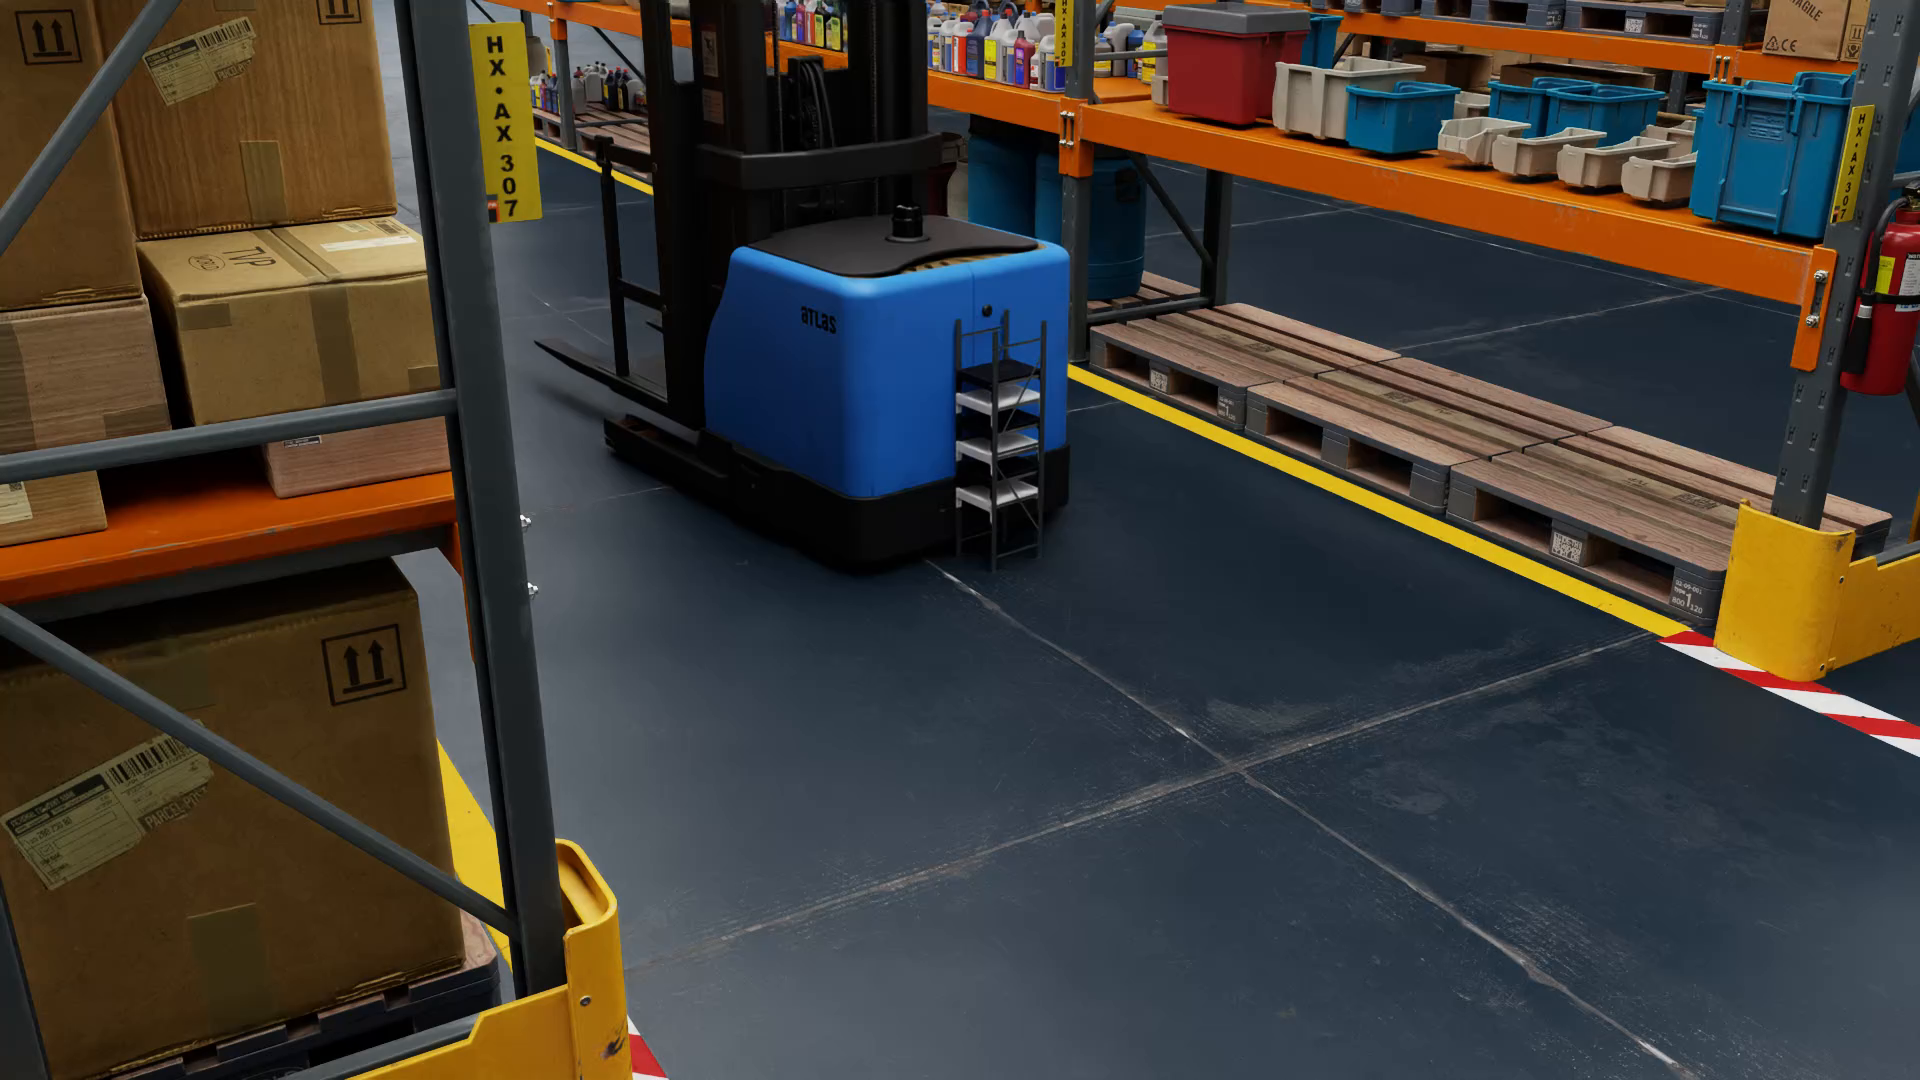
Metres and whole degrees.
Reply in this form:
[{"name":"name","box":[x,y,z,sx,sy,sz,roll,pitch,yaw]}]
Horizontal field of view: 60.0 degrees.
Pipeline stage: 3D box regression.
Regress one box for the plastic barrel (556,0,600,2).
[{"name":"plastic barrel","box":[-3.180,-5.041,14.063,0.600,0.901,0.708,-13,25,-28]}]

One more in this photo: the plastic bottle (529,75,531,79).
[{"name":"plastic bottle","box":[-4.172,-4.371,16.120,0.097,0.271,0.097,0,22,0]}]

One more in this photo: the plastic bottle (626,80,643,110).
[{"name":"plastic bottle","box":[-3.091,-4.221,15.745,0.152,0.276,0.135,-12,25,-26]}]

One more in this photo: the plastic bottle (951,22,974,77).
[{"name":"plastic bottle","box":[0.046,-2.691,9.114,0.152,0.276,0.135,-13,25,-28]}]

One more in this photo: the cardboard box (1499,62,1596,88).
[{"name":"cardboard box","box":[4.425,-3.436,12.521,0.500,0.250,0.500,-13,26,-29]}]

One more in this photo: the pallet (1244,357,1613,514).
[{"name":"pallet","box":[2.006,-0.484,7.223,1.003,0.211,1.213,-13,25,-28]}]

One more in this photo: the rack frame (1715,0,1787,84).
[{"name":"rack frame","box":[5.230,-3.354,10.579,1.000,3.000,0.127,-13,25,-28]}]

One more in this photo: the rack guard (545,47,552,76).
[{"name":"rack guard","box":[-5.081,-5.113,18.227,1.175,0.500,0.348,-13,25,-28]}]

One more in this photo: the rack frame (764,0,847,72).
[{"name":"rack frame","box":[-1.073,-3.697,11.423,1.000,3.000,0.127,-13,25,-28]}]

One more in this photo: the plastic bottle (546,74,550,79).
[{"name":"plastic bottle","box":[-3.945,-4.331,16.006,0.061,0.283,0.133,-13,25,-28]}]

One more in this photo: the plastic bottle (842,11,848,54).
[{"name":"plastic bottle","box":[-0.672,-3.125,10.186,0.097,0.271,0.097,0,22,0]}]

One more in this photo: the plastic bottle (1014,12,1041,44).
[{"name":"plastic bottle","box":[0.343,-2.642,8.892,0.144,0.351,0.185,-13,25,-28]}]

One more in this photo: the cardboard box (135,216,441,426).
[{"name":"cardboard box","box":[-1.258,-0.430,3.190,0.500,0.250,0.500,-13,26,-30]}]

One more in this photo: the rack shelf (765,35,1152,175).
[{"name":"rack shelf","box":[-0.052,-2.716,9.966,1.077,0.370,4.000,-13,25,-28]}]

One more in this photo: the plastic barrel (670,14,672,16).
[{"name":"plastic barrel","box":[-2.221,-4.325,12.789,0.433,0.535,0.433,0,22,0]}]

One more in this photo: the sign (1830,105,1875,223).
[{"name":"sign","box":[2.548,-1.072,4.748,0.100,0.325,0.005,-13,25,-28]}]

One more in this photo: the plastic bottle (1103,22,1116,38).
[{"name":"plastic bottle","box":[0.838,-2.727,9.207,0.097,0.271,0.097,0,22,0]}]

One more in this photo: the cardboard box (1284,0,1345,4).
[{"name":"cardboard box","box":[3.039,-4.733,14.091,0.500,0.311,0.500,-11,25,-25]}]

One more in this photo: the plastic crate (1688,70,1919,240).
[{"name":"plastic crate","box":[2.681,-1.224,5.212,0.616,0.435,0.499,-13,25,-28]}]

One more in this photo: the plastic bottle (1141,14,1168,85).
[{"name":"plastic bottle","box":[1.048,-2.569,8.713,0.144,0.351,0.185,-13,25,-28]}]

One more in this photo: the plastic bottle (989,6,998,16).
[{"name":"plastic bottle","box":[0.194,-3.109,10.132,0.061,0.283,0.133,-13,25,-28]}]

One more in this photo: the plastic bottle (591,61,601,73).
[{"name":"plastic bottle","box":[-3.581,-4.568,16.501,0.144,0.351,0.185,-11,25,-26]}]

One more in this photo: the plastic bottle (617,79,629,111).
[{"name":"plastic bottle","box":[-3.183,-4.203,15.692,0.061,0.283,0.133,-13,25,-28]}]

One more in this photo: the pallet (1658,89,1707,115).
[{"name":"pallet","box":[7.046,-4.564,17.259,1.003,0.211,1.213,-13,25,-28]}]

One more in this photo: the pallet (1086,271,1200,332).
[{"name":"pallet","box":[0.612,-1.368,9.397,1.003,0.211,1.213,-13,25,-28]}]

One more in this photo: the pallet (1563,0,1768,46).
[{"name":"pallet","box":[4.916,-3.544,11.303,1.003,0.211,1.213,-13,25,-28]}]

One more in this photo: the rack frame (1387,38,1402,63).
[{"name":"rack frame","box":[5.400,-6.897,19.297,1.000,3.000,0.127,-13,25,-28]}]

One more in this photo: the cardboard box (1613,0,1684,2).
[{"name":"cardboard box","box":[4.775,-4.001,11.481,0.700,0.500,0.500,-8,24,-20]}]

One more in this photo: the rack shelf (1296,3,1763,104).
[{"name":"rack shelf","box":[4.208,-3.668,12.307,1.077,0.370,4.000,-13,25,-28]}]

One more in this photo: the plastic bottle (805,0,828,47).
[{"name":"plastic bottle","box":[-0.894,-3.287,10.580,0.152,0.276,0.135,-13,25,-28]}]

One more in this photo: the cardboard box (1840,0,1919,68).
[{"name":"cardboard box","box":[5.520,-3.017,9.619,0.500,0.500,0.500,-12,25,-27]}]

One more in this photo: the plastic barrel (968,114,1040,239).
[{"name":"plastic barrel","box":[0.345,-2.033,9.559,0.600,0.901,0.708,-13,25,-28]}]

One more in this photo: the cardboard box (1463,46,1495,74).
[{"name":"cardboard box","box":[6.098,-5.550,18.719,0.700,0.500,0.500,-13,26,-29]}]

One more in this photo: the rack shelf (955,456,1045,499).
[{"name":"rack shelf","box":[0.144,-0.237,6.027,0.258,0.077,0.200,-17,27,-35]}]

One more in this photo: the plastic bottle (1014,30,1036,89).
[{"name":"plastic bottle","box":[0.333,-2.479,8.583,0.061,0.283,0.133,-13,25,-28]}]

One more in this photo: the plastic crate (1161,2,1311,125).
[{"name":"plastic crate","box":[1.210,-2.122,7.384,0.402,0.464,0.583,-13,25,-28]}]

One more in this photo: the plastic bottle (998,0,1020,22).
[{"name":"plastic bottle","box":[0.292,-3.093,10.002,0.144,0.351,0.185,-13,25,-28]}]

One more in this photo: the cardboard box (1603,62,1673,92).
[{"name":"cardboard box","box":[7.031,-4.871,17.048,0.700,0.500,0.500,-12,25,-27]}]

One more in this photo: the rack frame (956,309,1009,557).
[{"name":"rack frame","box":[0.081,-0.381,6.054,0.240,0.900,0.006,-17,27,-35]}]

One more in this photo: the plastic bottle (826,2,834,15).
[{"name":"plastic bottle","box":[-0.806,-3.254,10.505,0.097,0.271,0.097,0,22,0]}]

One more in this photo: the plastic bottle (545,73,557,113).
[{"name":"plastic bottle","box":[-3.791,-4.184,15.554,0.144,0.351,0.185,-14,26,-31]}]

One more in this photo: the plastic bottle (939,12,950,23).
[{"name":"plastic bottle","box":[-0.090,-3.283,10.668,0.097,0.201,0.097,0,22,0]}]

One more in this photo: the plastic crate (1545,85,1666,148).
[{"name":"plastic crate","box":[2.497,-1.627,6.473,0.416,0.233,0.300,-13,25,-28]}]

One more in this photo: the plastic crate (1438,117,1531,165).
[{"name":"plastic crate","box":[1.975,-1.516,6.329,0.298,0.136,0.250,-13,25,-28]}]

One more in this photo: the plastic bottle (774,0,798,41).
[{"name":"plastic bottle","box":[-1.130,-3.437,10.949,0.152,0.276,0.135,-13,25,-28]}]

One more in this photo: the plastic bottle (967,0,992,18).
[{"name":"plastic bottle","box":[0.129,-3.196,10.255,0.144,0.351,0.185,-13,25,-28]}]

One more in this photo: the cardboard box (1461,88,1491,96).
[{"name":"cardboard box","box":[4.130,-3.269,13.106,0.500,0.500,0.500,-14,26,-30]}]

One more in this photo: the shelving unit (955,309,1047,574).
[{"name":"shelving unit","box":[0.144,-0.351,5.981,0.258,0.900,0.210,-17,27,-35]}]

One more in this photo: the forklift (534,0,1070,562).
[{"name":"forklift","box":[-0.884,-1.765,6.762,1.130,2.935,3.031,-17,27,-35]}]

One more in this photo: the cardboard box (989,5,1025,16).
[{"name":"cardboard box","box":[0.473,-5.484,17.917,0.500,0.500,0.500,-13,25,-28]}]

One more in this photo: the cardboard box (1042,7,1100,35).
[{"name":"cardboard box","box":[1.176,-5.422,17.765,0.500,0.500,0.500,-13,25,-28]}]

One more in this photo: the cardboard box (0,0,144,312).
[{"name":"cardboard box","box":[-1.720,-0.677,2.803,0.500,0.500,0.500,-12,25,-28]}]
